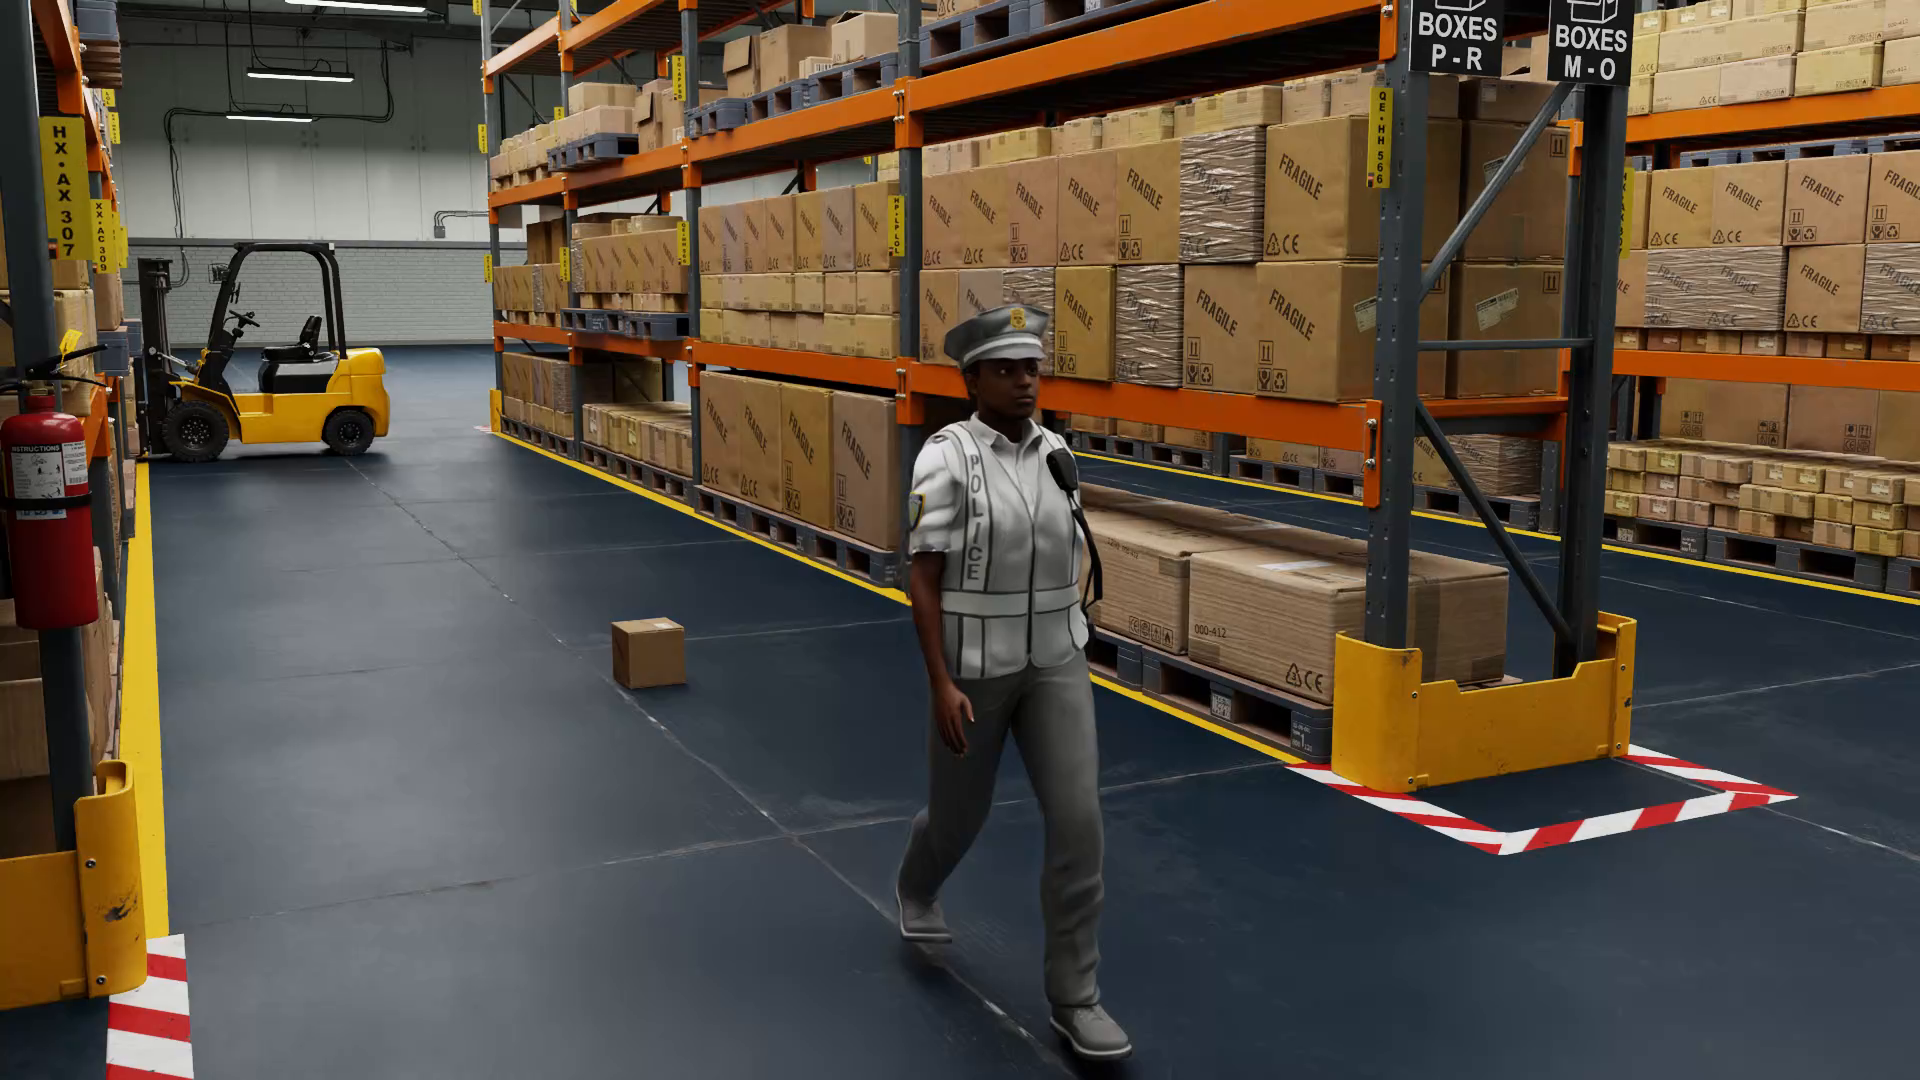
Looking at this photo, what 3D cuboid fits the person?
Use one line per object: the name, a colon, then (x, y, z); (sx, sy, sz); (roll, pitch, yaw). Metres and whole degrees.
person: (0.092, 0.281, 3.860); (0.441, 1.646, 0.937); (-4, 9, -23)
